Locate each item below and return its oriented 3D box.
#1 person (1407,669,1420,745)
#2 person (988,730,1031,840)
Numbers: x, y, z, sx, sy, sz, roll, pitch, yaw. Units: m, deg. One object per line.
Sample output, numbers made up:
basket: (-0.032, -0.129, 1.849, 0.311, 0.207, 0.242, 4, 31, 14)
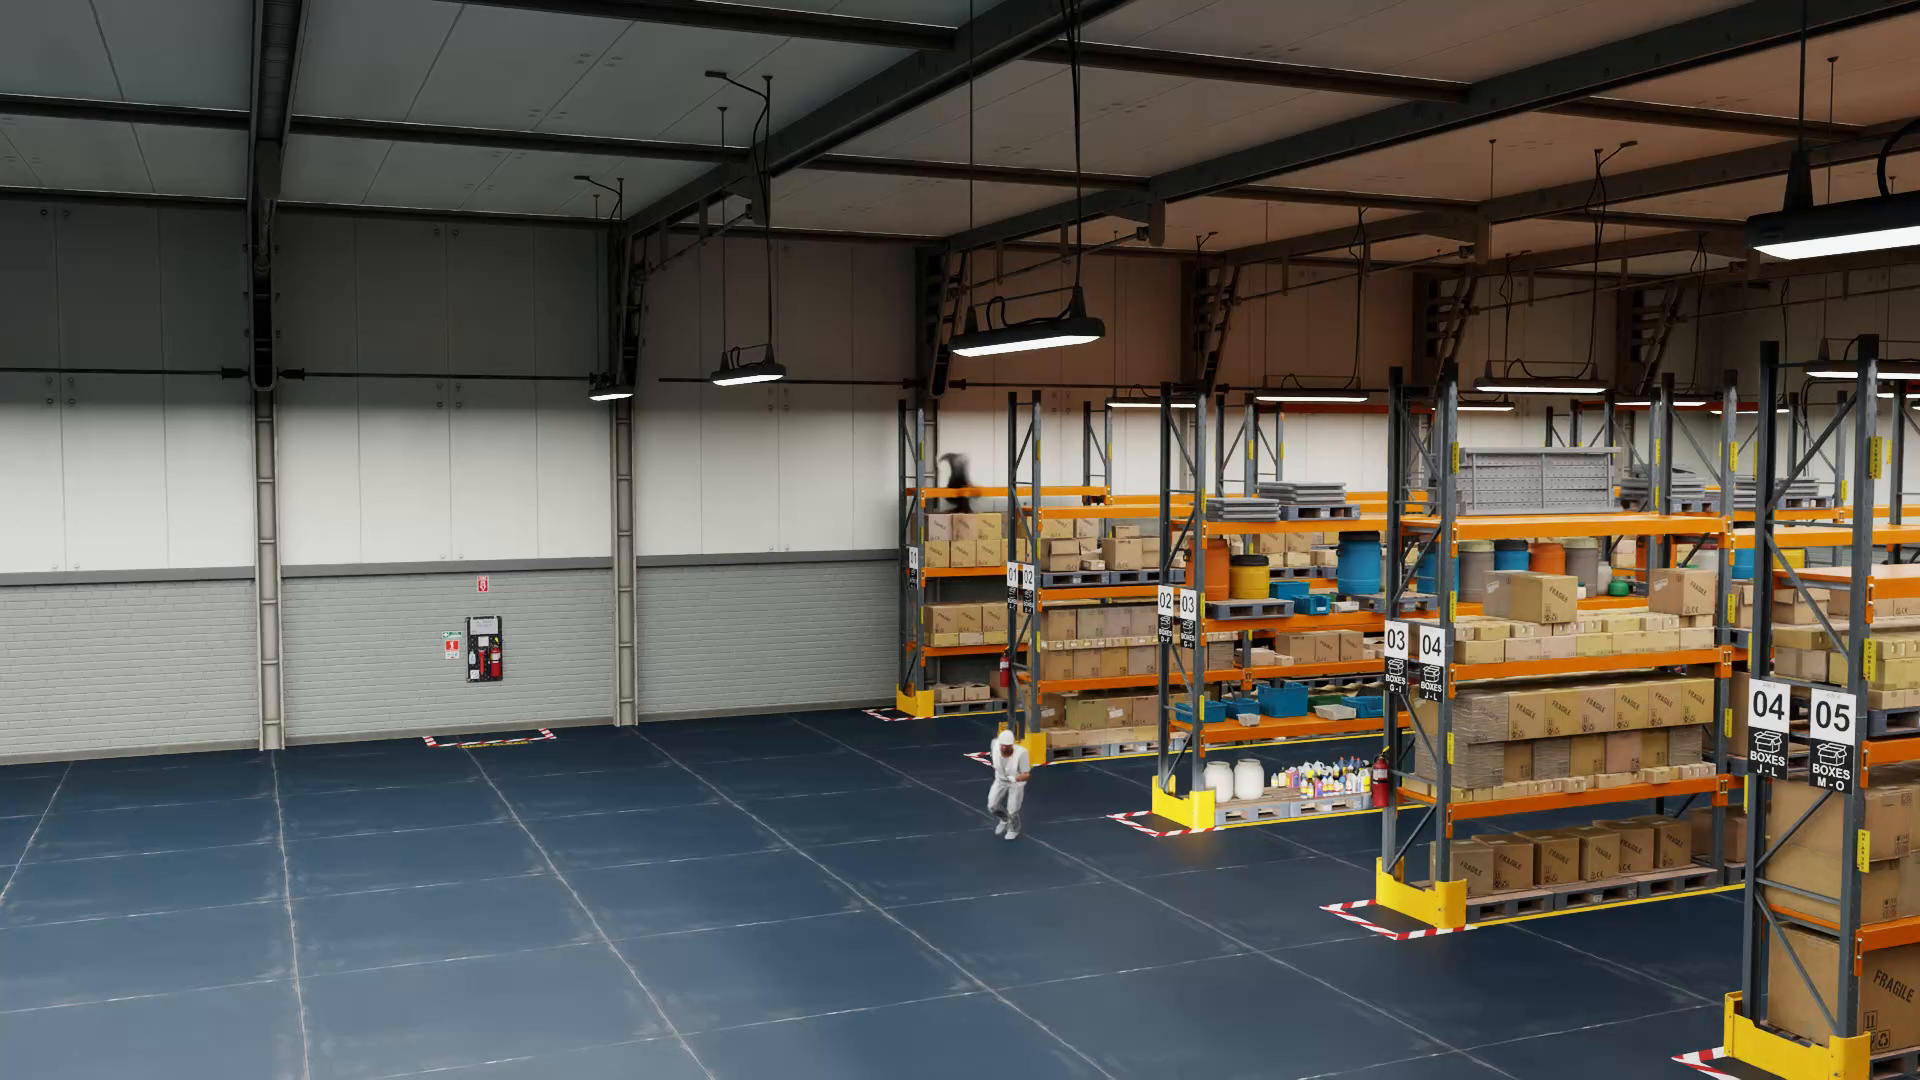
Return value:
person: (7.763, 2.744, 27.963, 0.729, 1.532, 0.522, -1, 4, -17)
person: (0.614, 3.135, 21.284, 0.721, 1.528, 1.020, 1, 4, 23)
